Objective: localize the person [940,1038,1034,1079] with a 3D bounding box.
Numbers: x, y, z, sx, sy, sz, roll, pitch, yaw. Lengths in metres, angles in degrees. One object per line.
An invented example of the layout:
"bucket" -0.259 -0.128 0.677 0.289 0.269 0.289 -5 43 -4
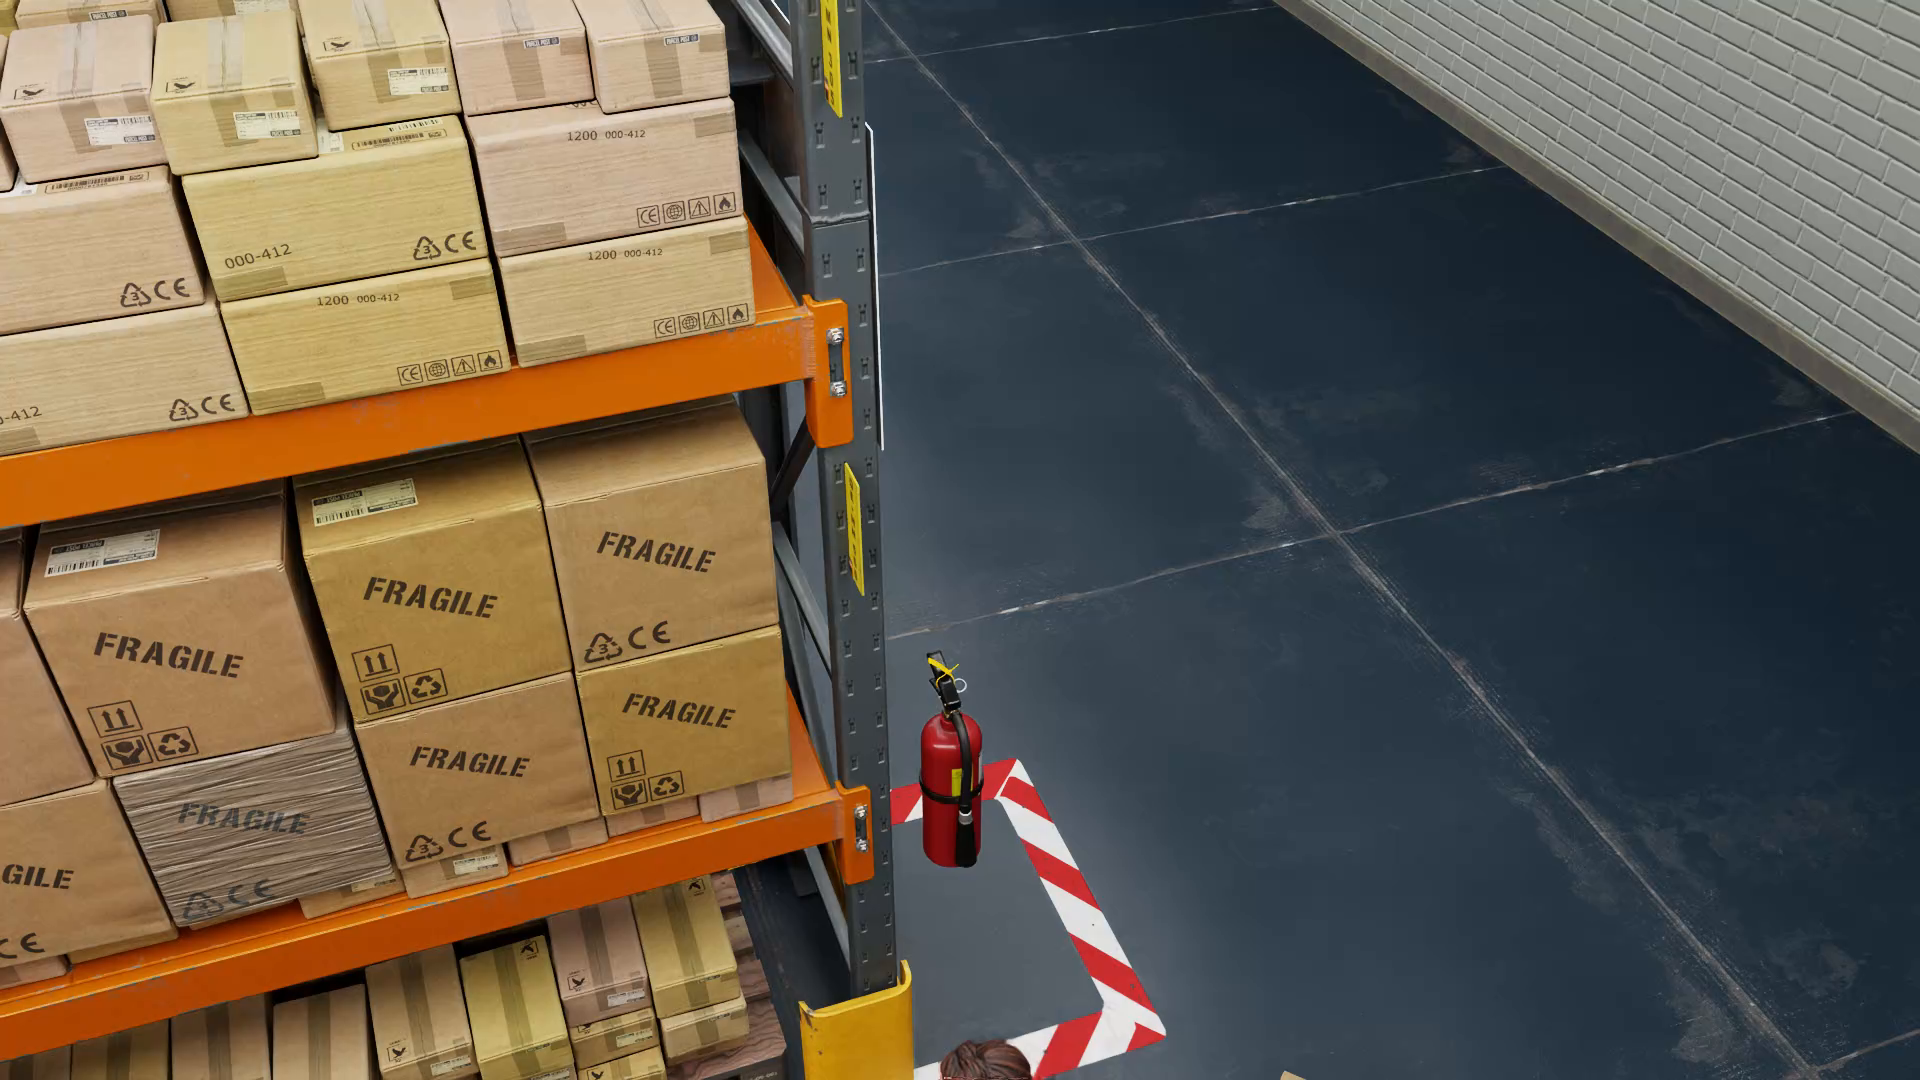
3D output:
"person" 0.173 1.727 3.937 0.800 1.627 0.513 -31 47 -33
